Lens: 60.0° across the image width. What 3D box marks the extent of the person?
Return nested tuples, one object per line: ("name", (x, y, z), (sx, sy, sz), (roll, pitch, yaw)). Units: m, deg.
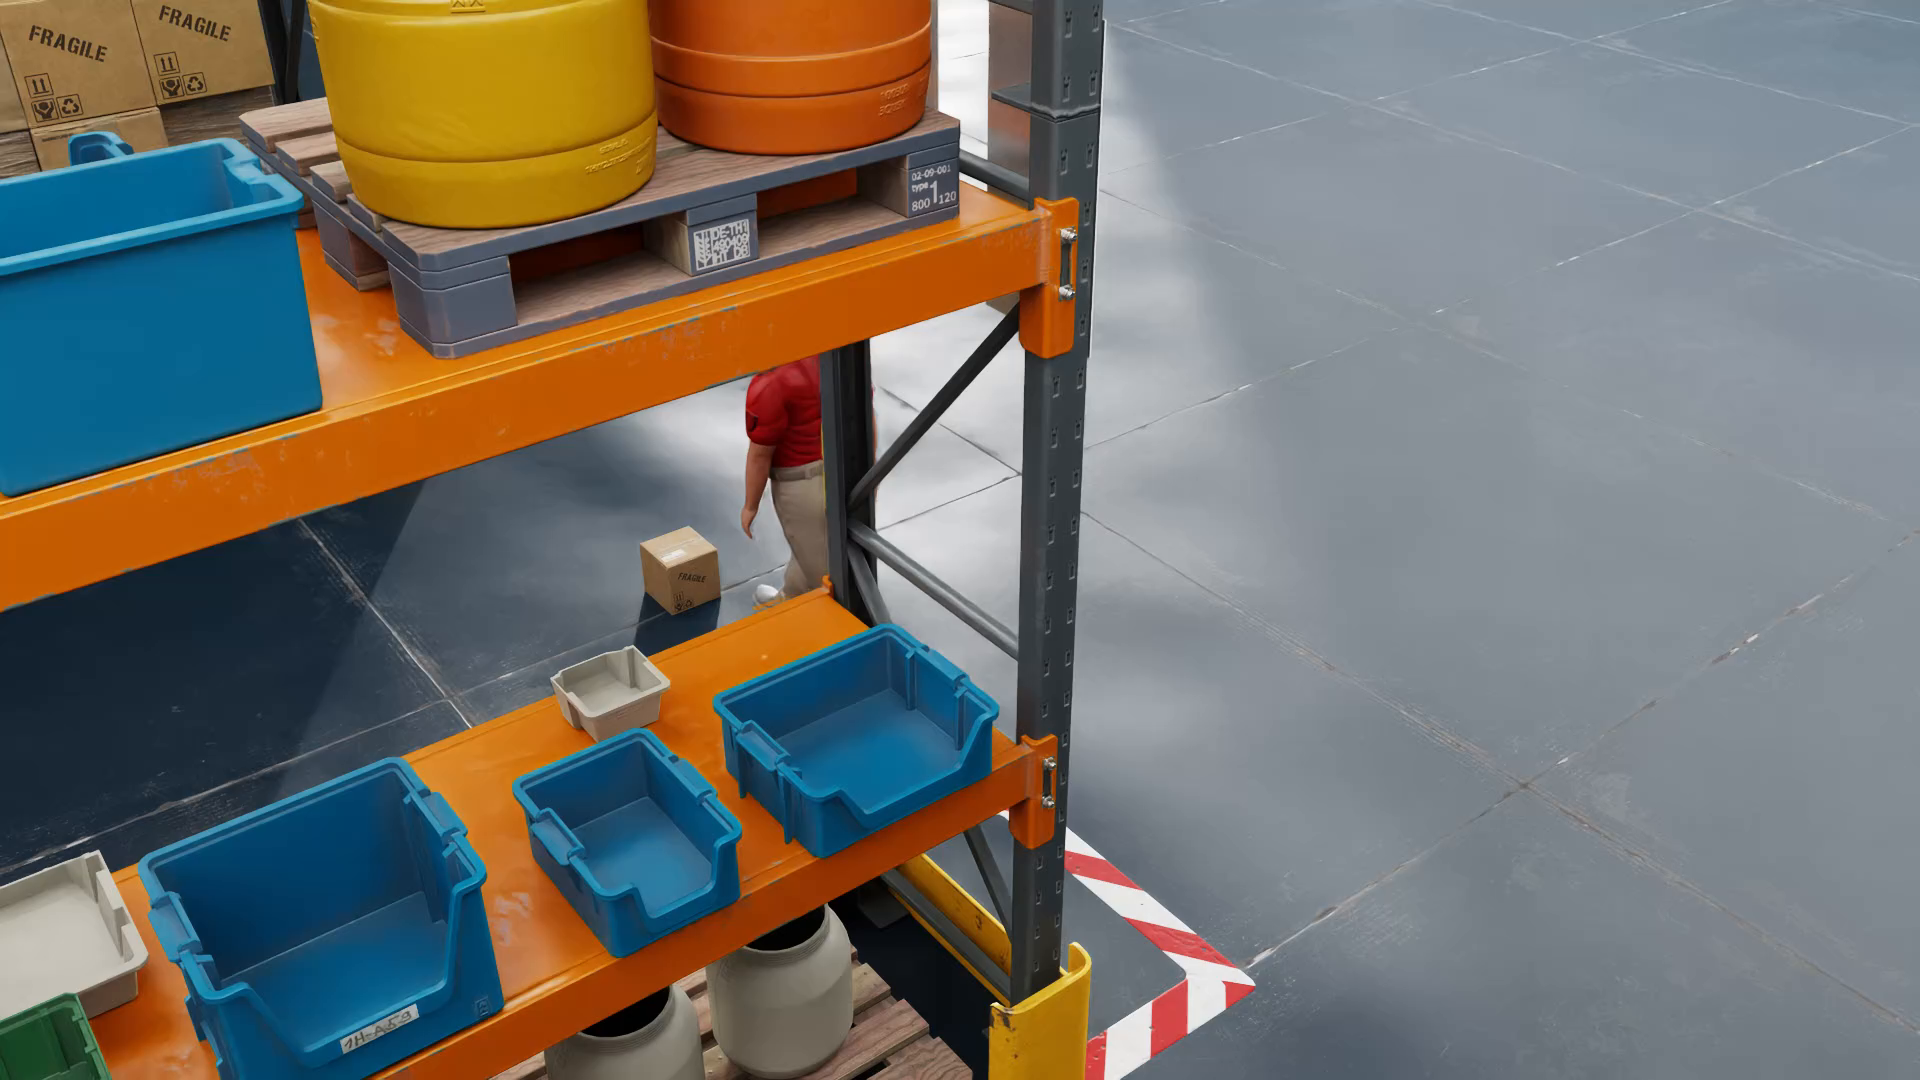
("person", (-0.605, -0.220, 6.485), (0.967, 1.676, 0.547), (21, 38, 30))
